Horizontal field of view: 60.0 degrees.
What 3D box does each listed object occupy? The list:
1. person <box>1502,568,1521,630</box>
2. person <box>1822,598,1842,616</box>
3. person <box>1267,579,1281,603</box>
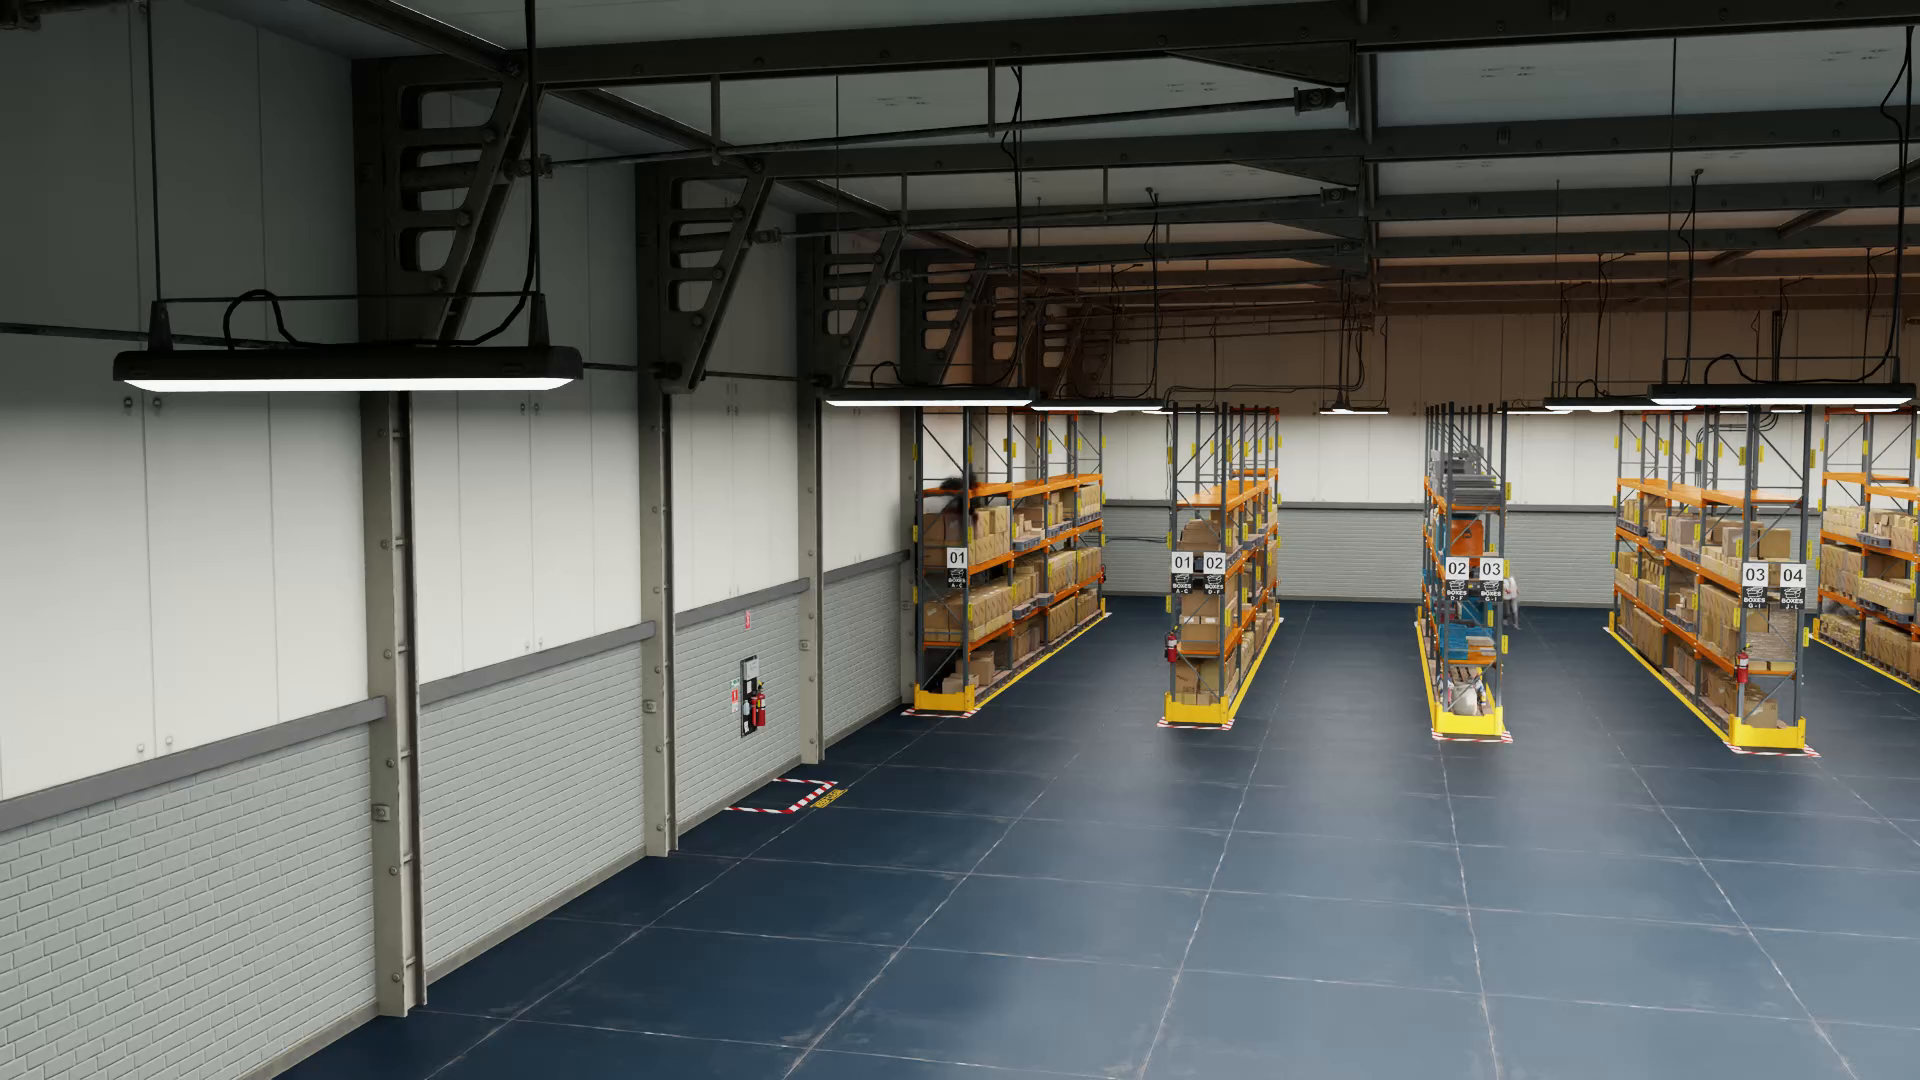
[{"bbox_3d":[14.762,1.548,44.898,0.698,1.724,0.837,-1,4,-12],"label":"person"},{"bbox_3d":[23.158,1.605,44.090,0.575,1.743,0.714,3,5,36],"label":"person"},{"bbox_3d":[8.868,1.385,47.725,0.648,1.656,0.599,3,5,31],"label":"person"}]
